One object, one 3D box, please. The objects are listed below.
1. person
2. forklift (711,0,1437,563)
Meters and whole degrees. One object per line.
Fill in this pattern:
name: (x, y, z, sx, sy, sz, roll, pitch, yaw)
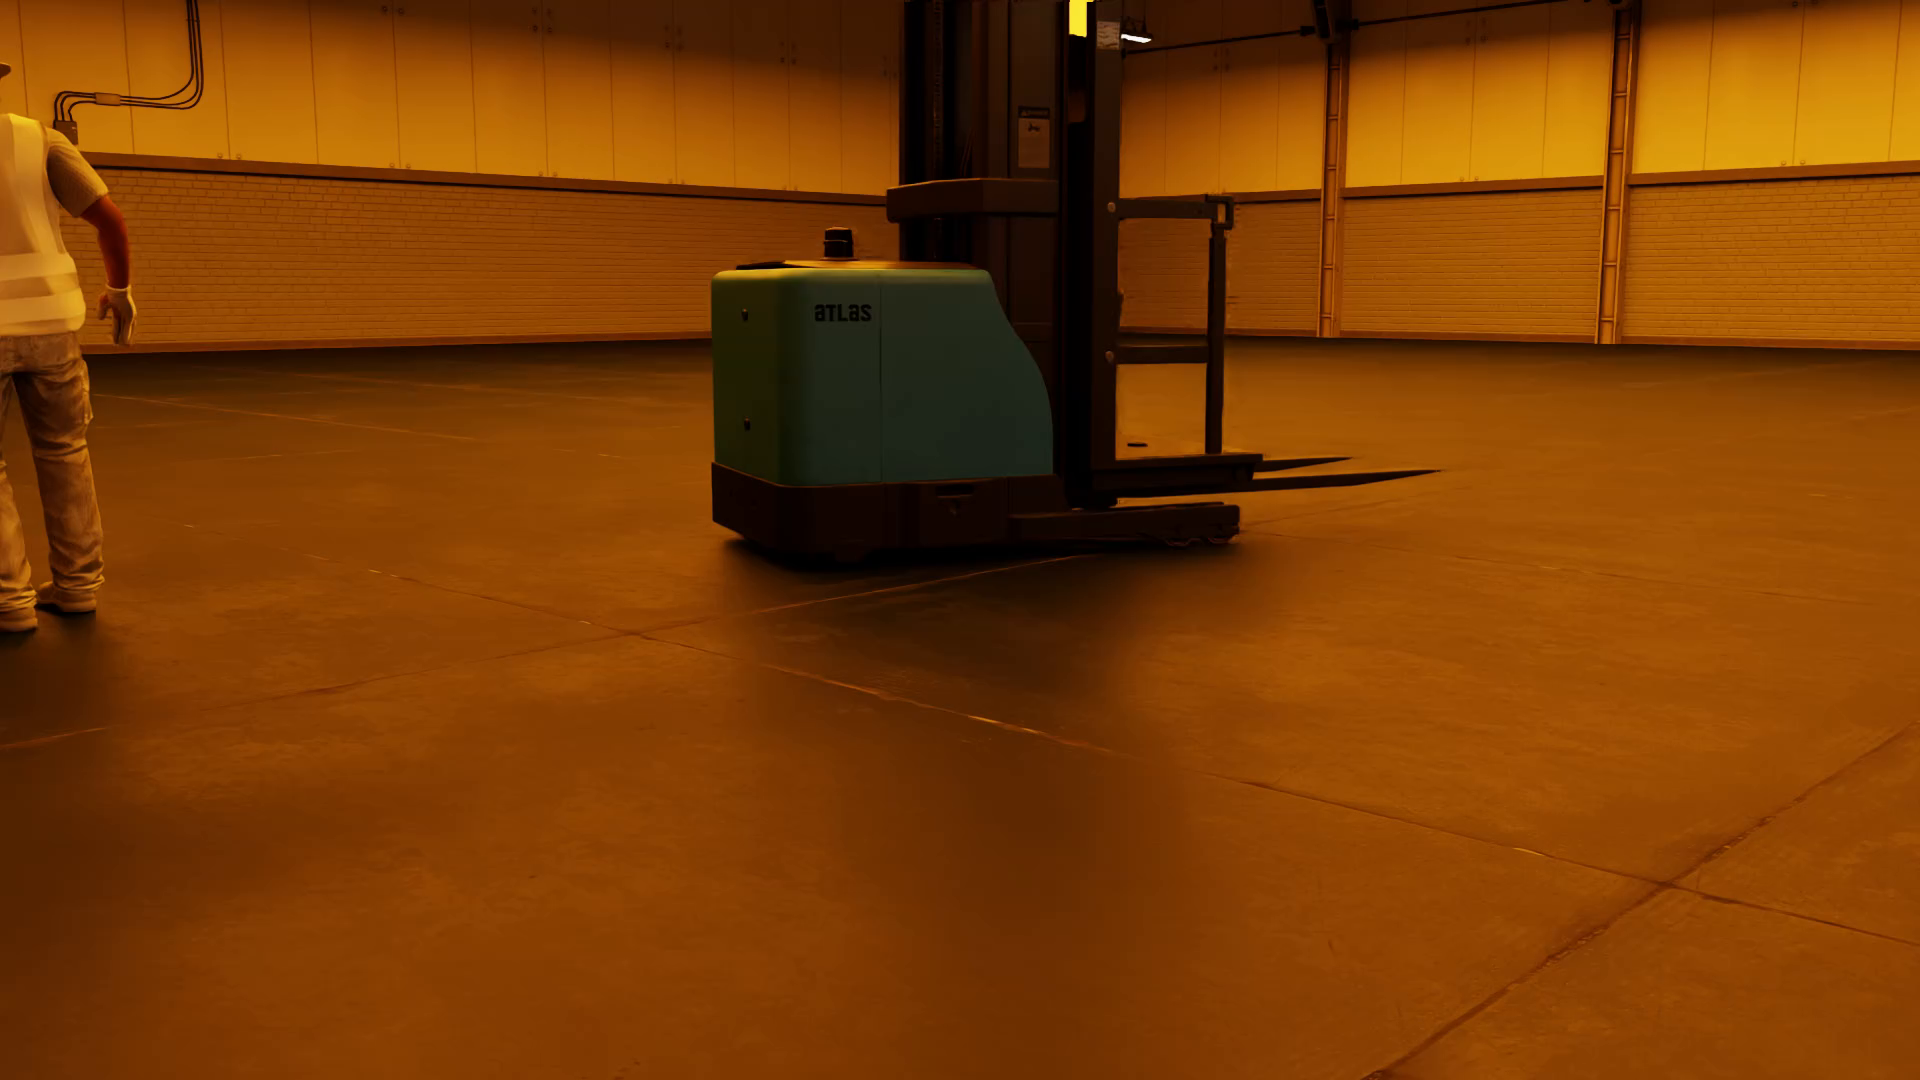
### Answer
person: (-2.899, -0.627, 4.979, 0.785, 1.760, 0.521, -7, 11, -39)
forklift: (0.559, -1.486, 6.742, 3.031, 2.935, 1.130, -4, 9, -23)
